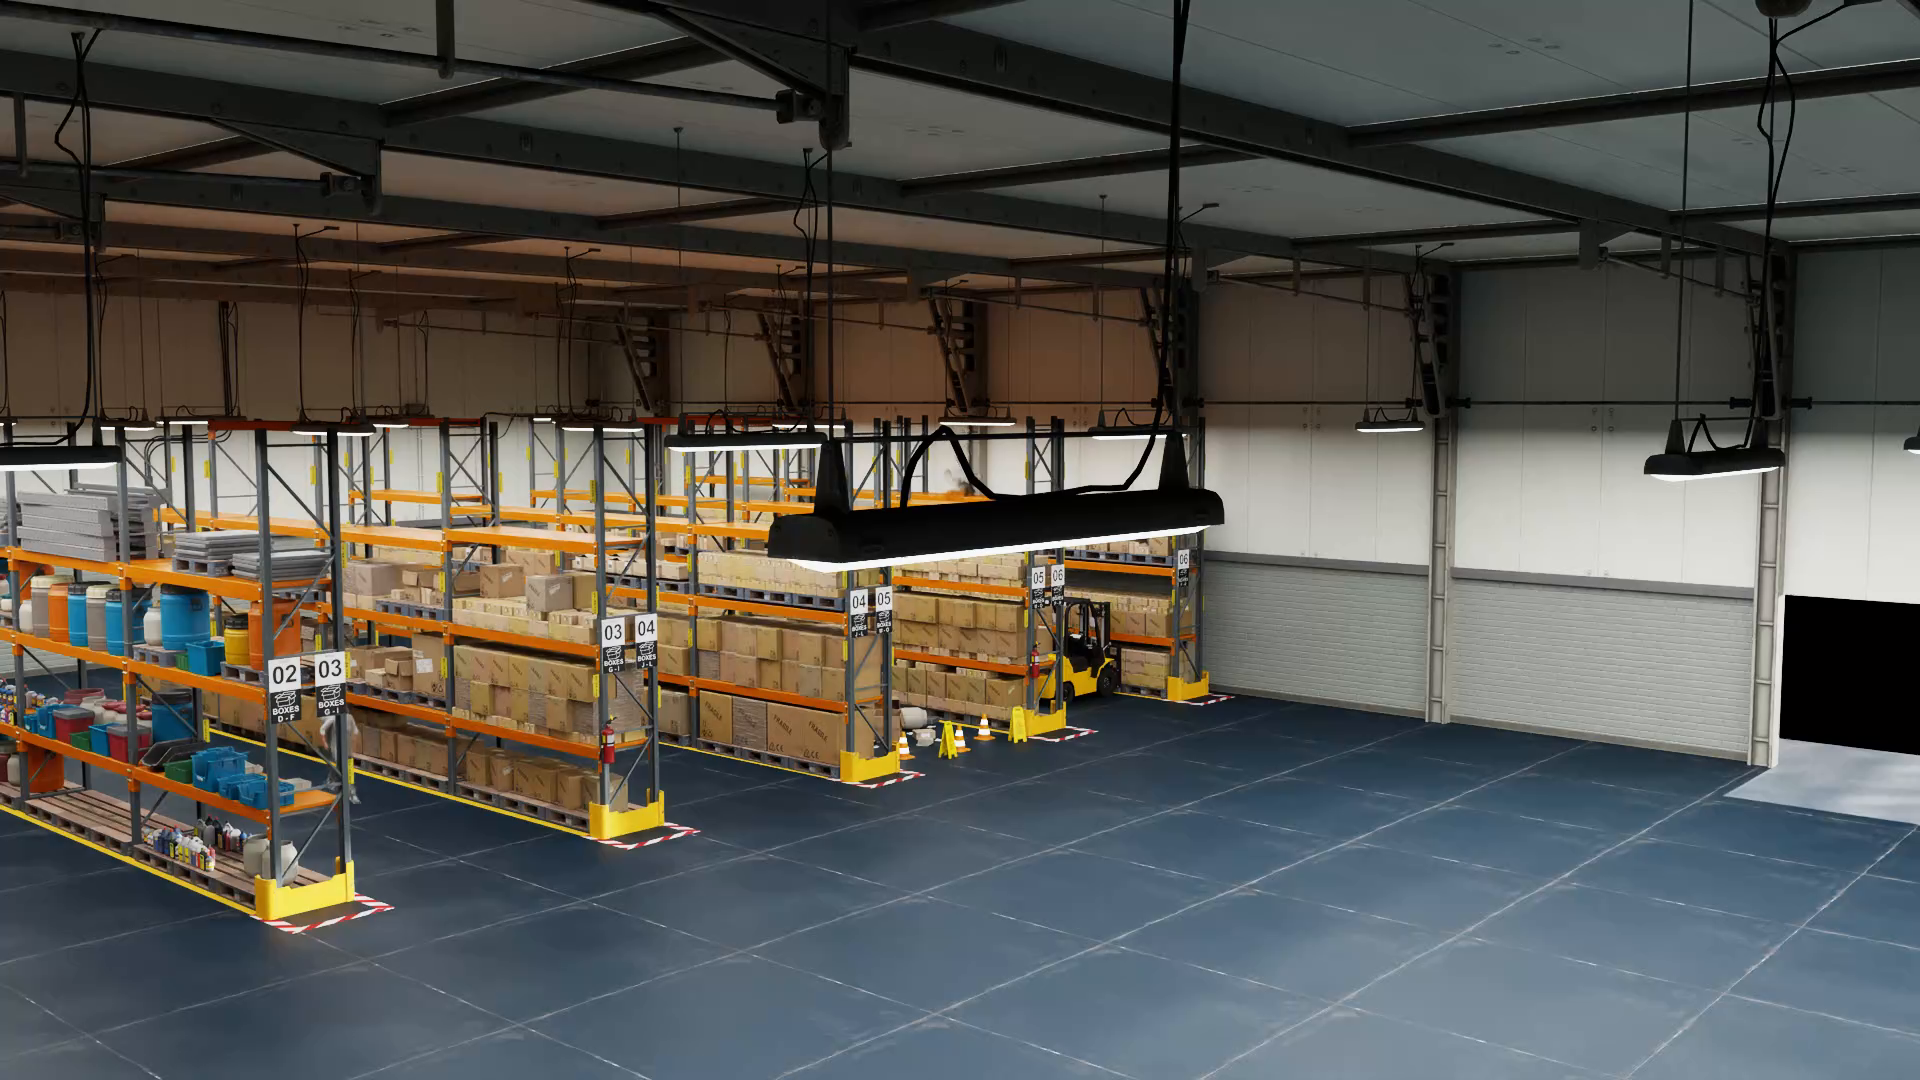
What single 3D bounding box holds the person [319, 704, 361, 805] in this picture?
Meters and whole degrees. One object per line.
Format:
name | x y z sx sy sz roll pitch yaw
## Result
person | -9.827 3.357 26.386 0.929 1.569 0.557 4 6 42
